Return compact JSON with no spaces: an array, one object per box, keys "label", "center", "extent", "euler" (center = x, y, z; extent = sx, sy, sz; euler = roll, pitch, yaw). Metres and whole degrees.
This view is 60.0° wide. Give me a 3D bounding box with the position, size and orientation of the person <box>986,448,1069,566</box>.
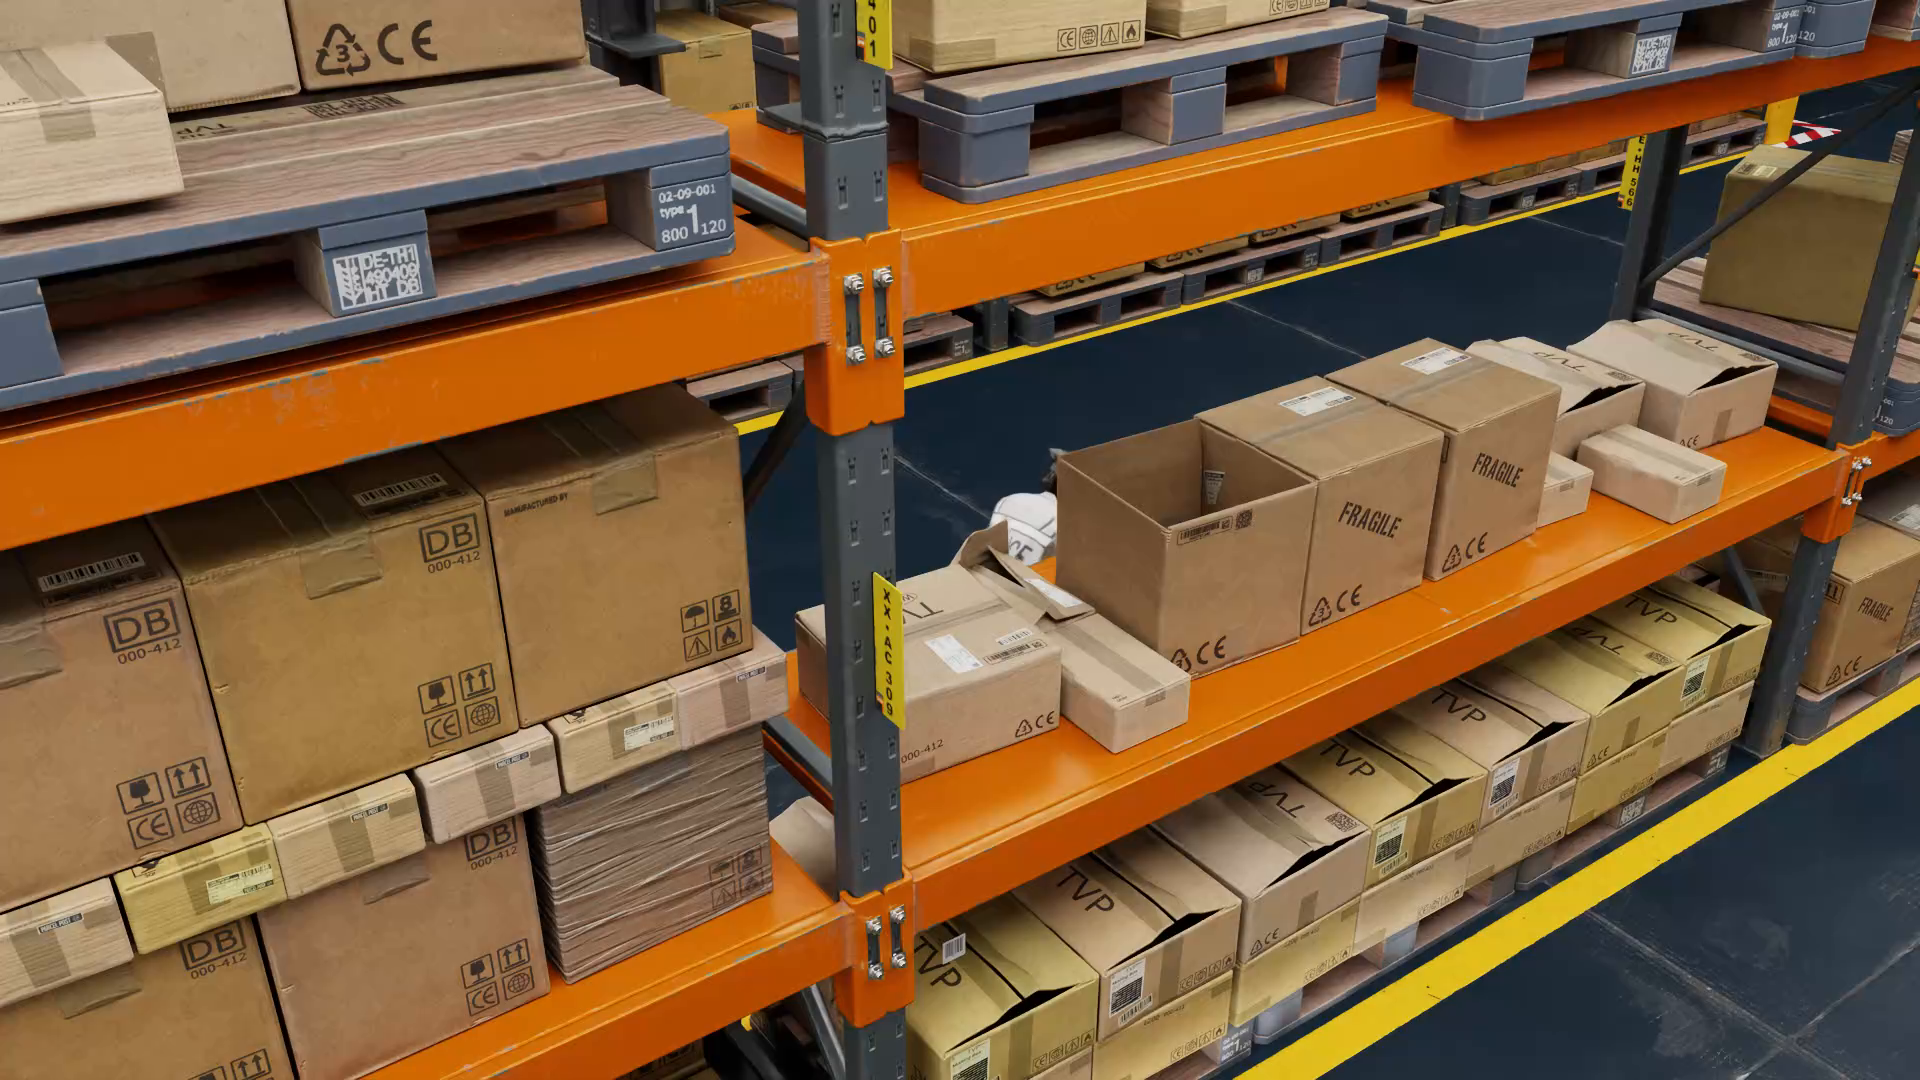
[{"label":"person","center":[0.301,0.158,6.574],"extent":[0.841,0.972,0.467],"euler":[-19,34,-31]}]
